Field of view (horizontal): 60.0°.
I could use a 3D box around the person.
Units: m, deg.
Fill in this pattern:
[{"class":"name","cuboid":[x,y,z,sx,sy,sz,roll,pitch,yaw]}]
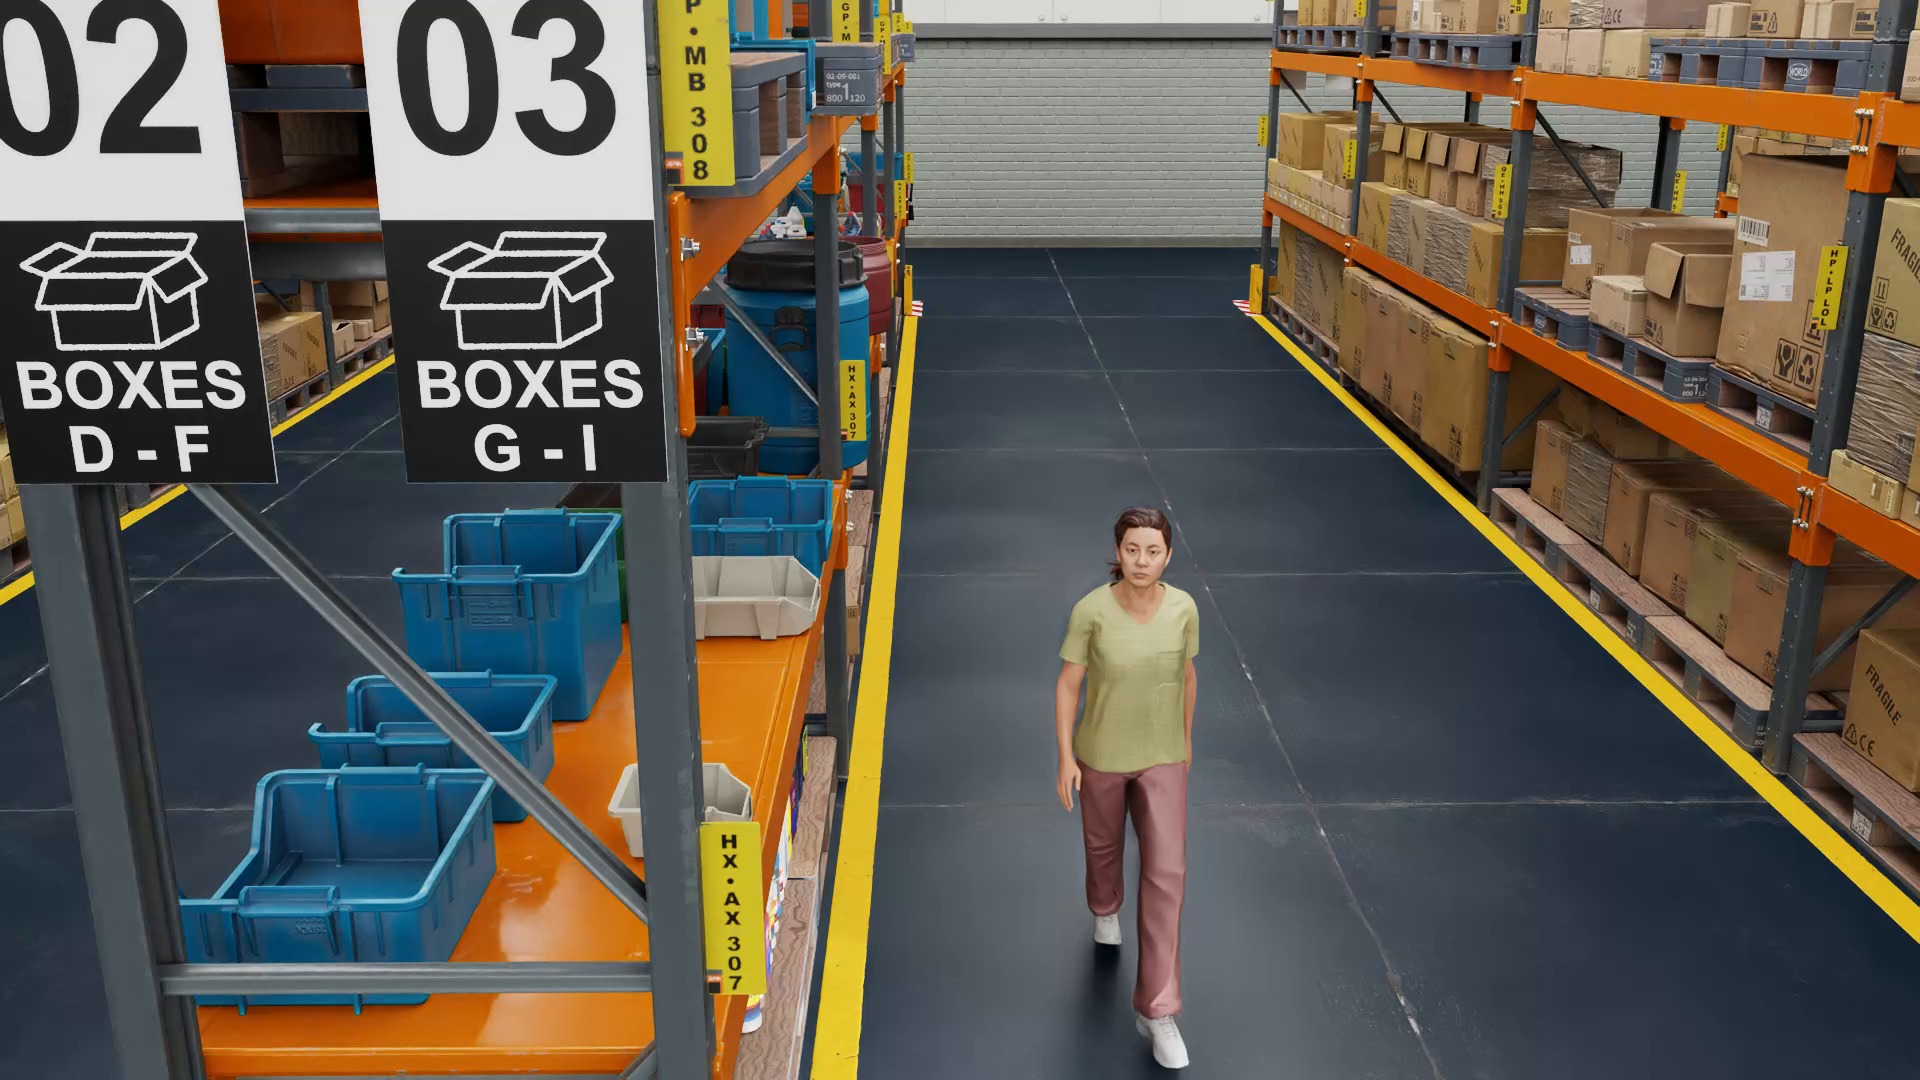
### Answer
[{"class":"person","cuboid":[0.528,0.701,5.239,0.459,1.611,1.028,1,17,3]}]
